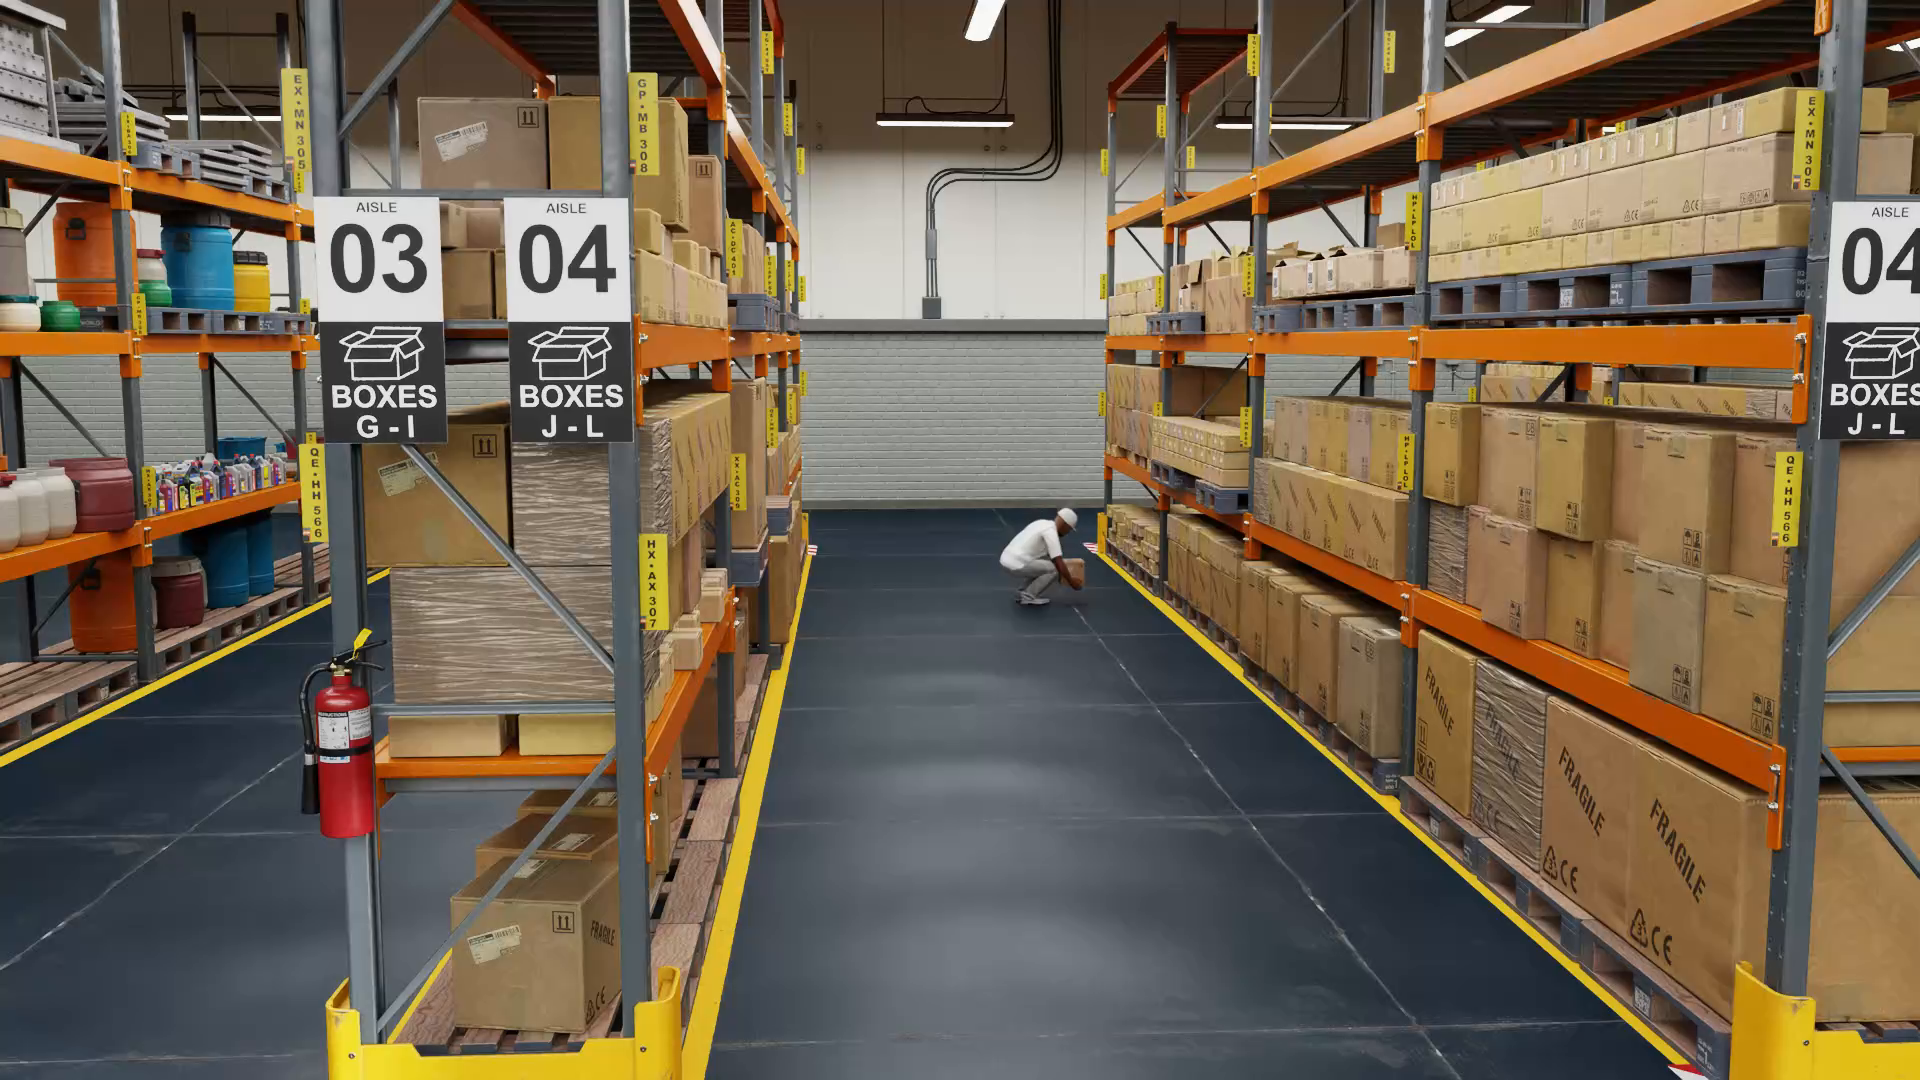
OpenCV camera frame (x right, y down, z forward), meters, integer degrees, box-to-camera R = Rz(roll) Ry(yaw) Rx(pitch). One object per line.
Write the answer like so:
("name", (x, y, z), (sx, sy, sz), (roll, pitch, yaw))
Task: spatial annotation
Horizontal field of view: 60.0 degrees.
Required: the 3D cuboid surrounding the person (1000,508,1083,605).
("person", (0.851, 0.168, 17.512), (0.860, 0.998, 0.598), (0, 7, -4))
